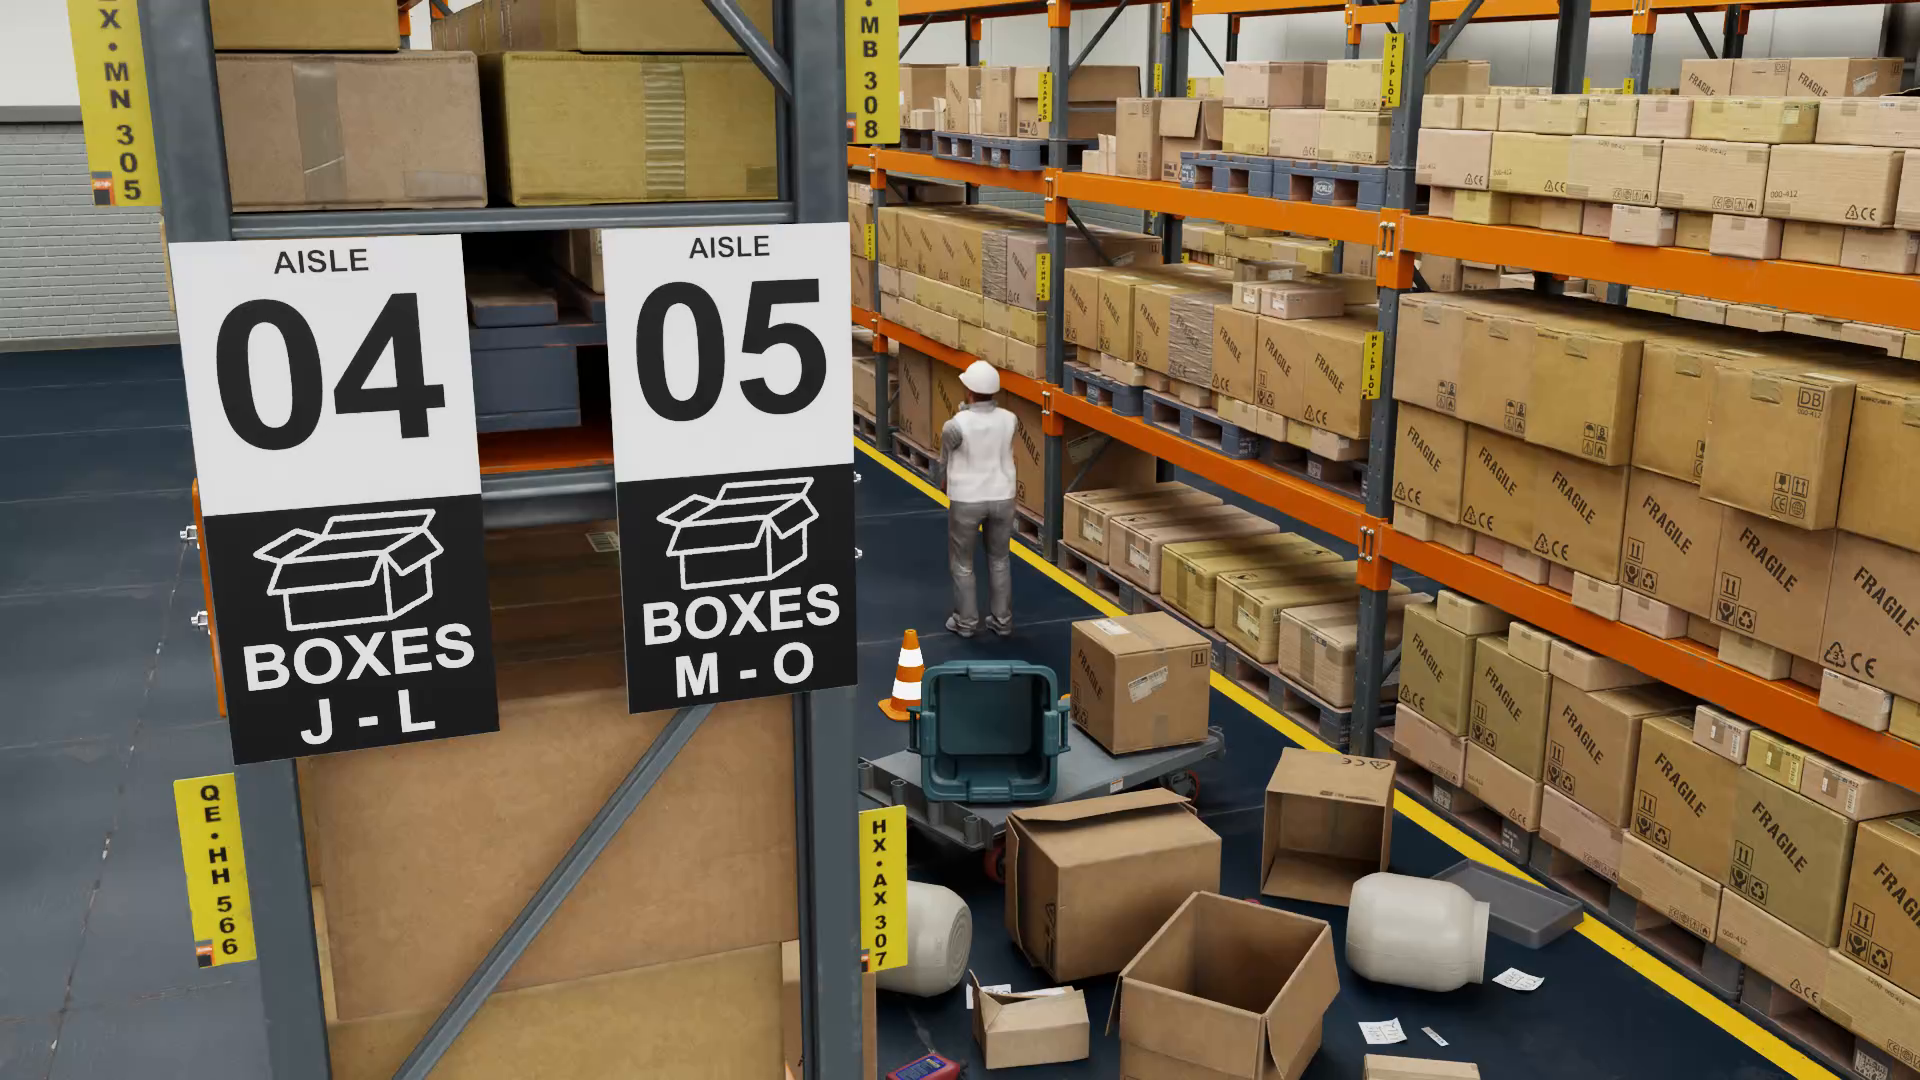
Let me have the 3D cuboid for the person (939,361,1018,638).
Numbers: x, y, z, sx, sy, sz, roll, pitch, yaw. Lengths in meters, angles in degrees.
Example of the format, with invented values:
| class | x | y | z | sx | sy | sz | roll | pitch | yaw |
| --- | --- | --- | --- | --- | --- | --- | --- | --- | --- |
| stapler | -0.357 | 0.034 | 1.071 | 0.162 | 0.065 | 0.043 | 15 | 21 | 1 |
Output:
| class | x | y | z | sx | sy | sz | roll | pitch | yaw |
| --- | --- | --- | --- | --- | --- | --- | --- | --- | --- |
| person | 0.086 | -0.272 | 10.473 | 0.494 | 1.767 | 0.545 | -6 | 16 | -19 |
